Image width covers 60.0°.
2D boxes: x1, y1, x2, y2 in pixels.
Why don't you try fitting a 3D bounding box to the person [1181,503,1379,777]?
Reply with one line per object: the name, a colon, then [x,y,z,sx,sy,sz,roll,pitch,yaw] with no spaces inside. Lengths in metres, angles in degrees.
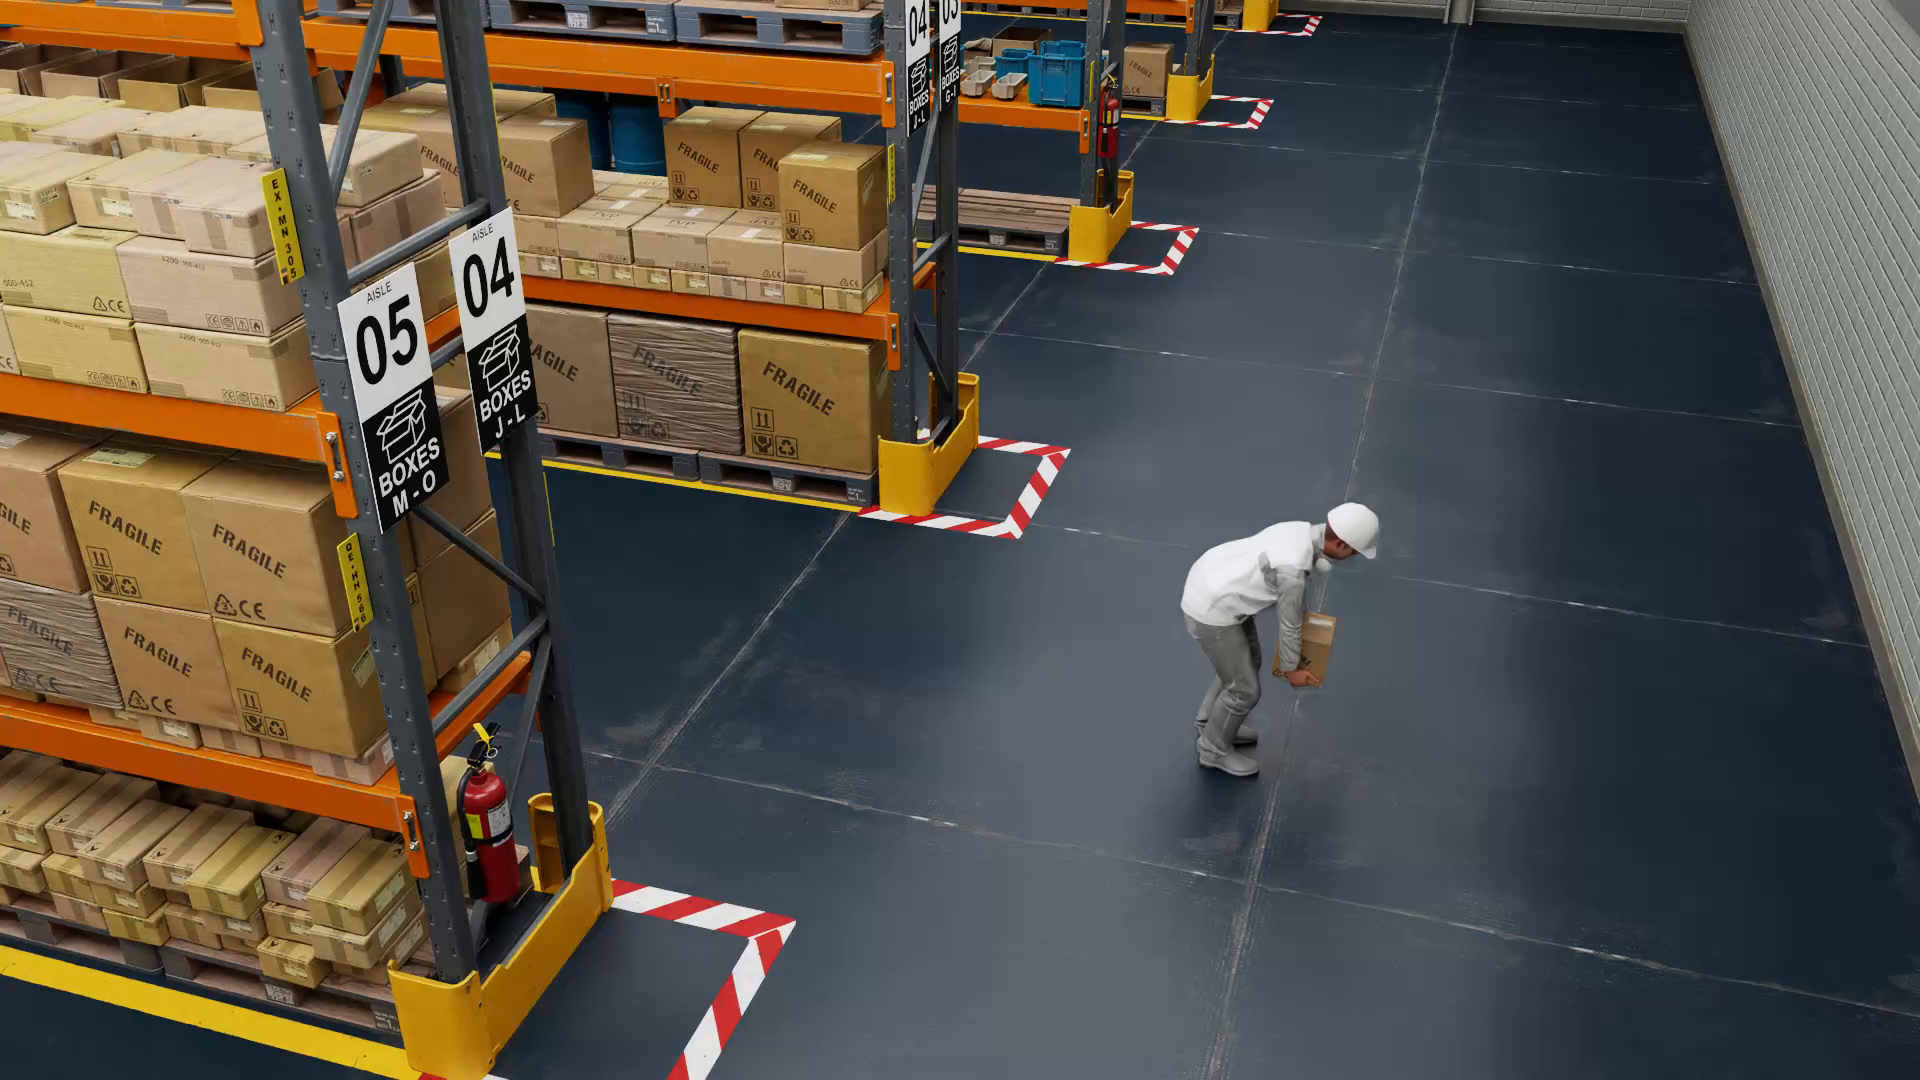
person: [1.495,0.445,7.991,0.870,1.475,0.467,8,30,14]
